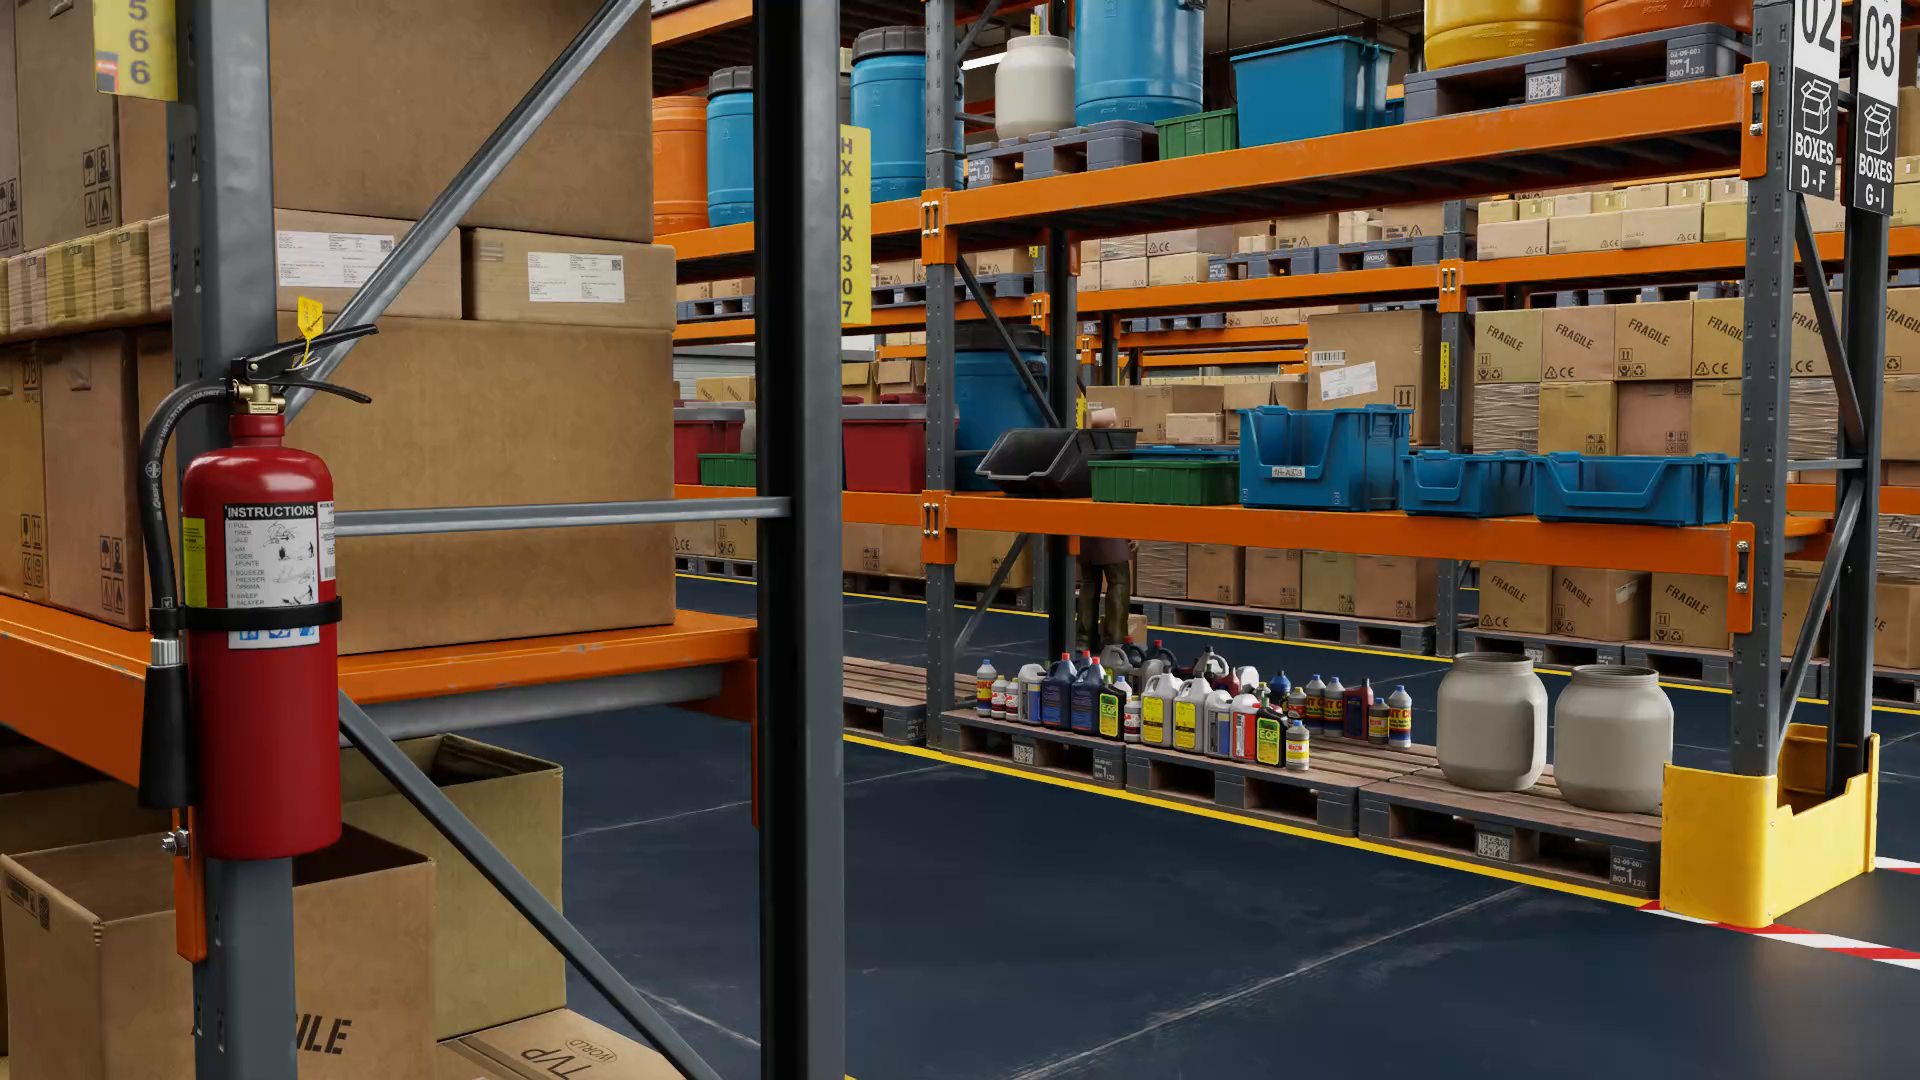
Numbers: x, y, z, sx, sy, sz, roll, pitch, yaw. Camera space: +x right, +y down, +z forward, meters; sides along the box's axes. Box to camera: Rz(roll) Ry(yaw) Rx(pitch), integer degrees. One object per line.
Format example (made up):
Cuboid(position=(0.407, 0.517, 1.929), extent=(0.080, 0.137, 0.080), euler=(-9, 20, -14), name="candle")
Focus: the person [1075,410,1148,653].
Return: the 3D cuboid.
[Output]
Cuboid(position=(1.037, -0.063, 12.173), extent=(0.656, 1.774, 0.417), euler=(4, 5, 44), name="person")
